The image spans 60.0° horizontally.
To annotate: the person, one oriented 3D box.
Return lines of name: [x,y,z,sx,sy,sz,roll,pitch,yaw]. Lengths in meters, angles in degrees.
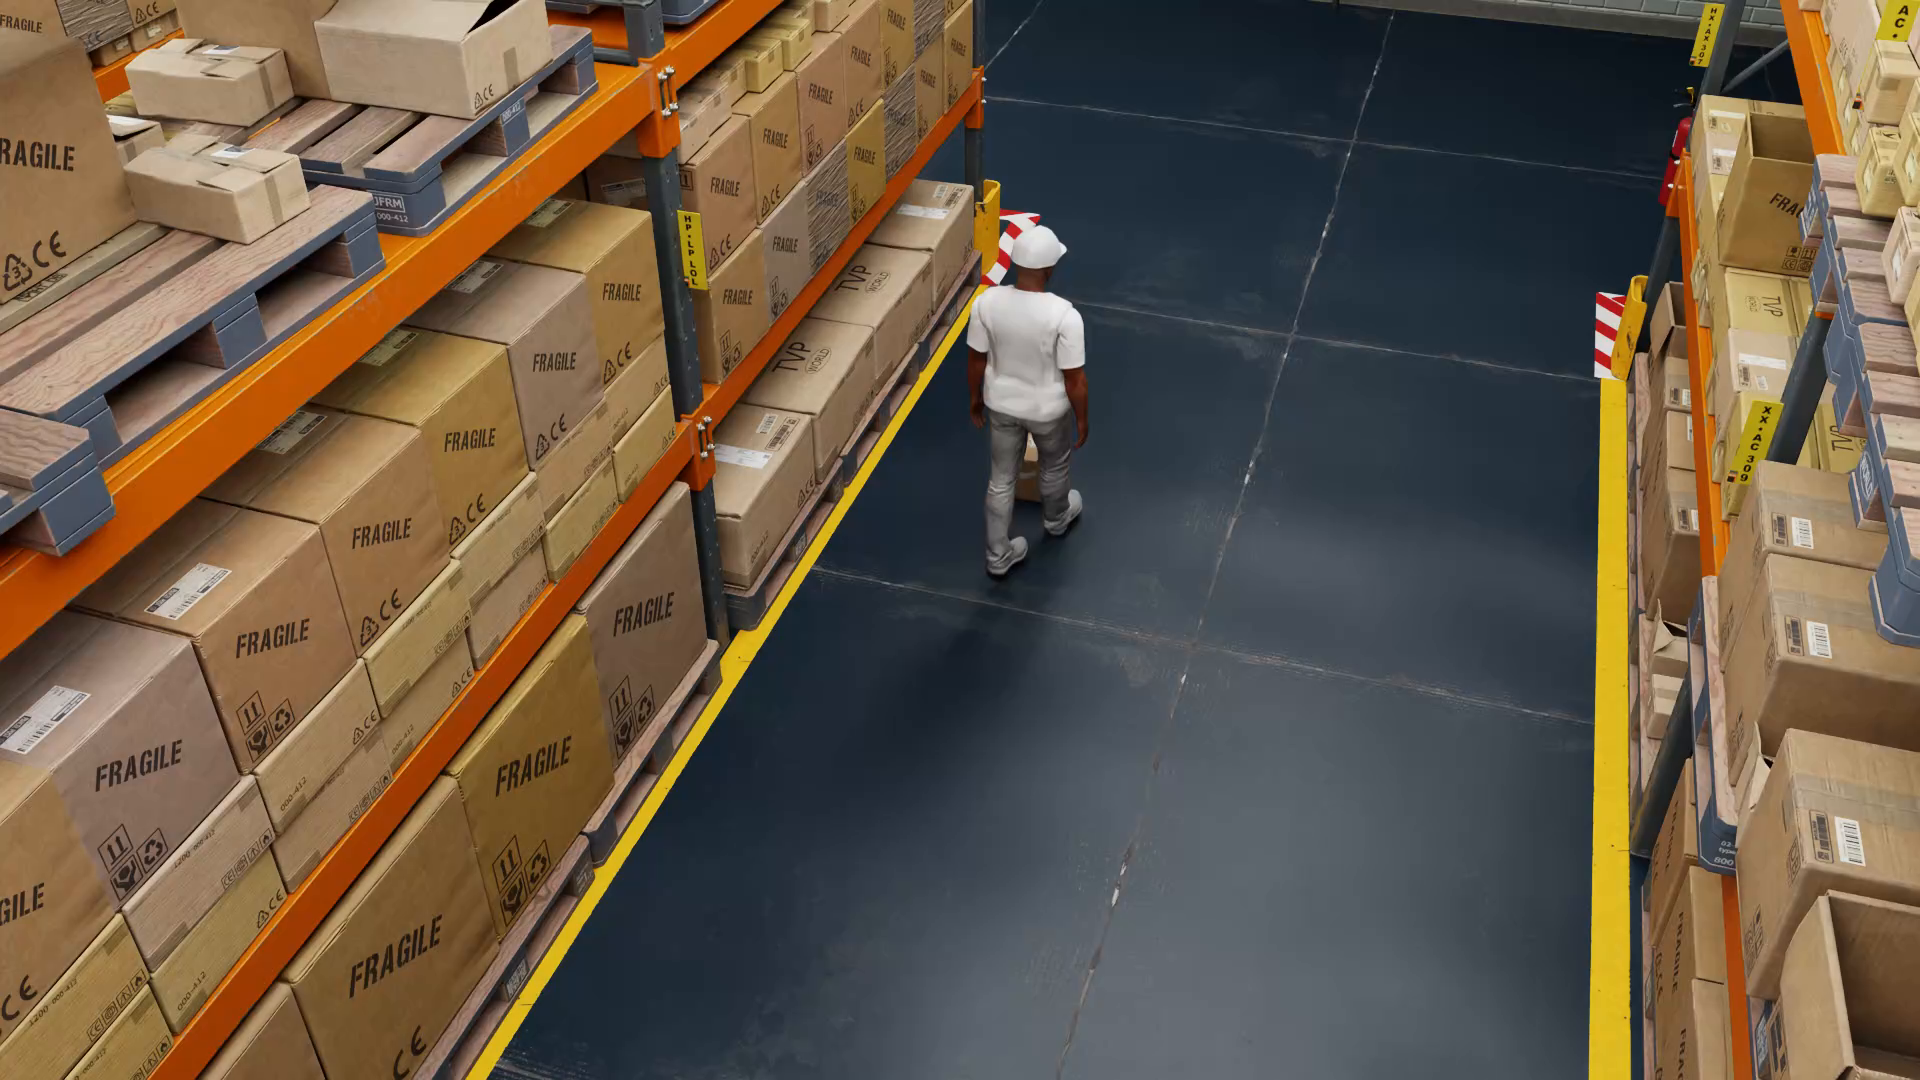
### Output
person: [0.364,-0.697,7.795,0.592,1.760,0.745,13,39,17]
